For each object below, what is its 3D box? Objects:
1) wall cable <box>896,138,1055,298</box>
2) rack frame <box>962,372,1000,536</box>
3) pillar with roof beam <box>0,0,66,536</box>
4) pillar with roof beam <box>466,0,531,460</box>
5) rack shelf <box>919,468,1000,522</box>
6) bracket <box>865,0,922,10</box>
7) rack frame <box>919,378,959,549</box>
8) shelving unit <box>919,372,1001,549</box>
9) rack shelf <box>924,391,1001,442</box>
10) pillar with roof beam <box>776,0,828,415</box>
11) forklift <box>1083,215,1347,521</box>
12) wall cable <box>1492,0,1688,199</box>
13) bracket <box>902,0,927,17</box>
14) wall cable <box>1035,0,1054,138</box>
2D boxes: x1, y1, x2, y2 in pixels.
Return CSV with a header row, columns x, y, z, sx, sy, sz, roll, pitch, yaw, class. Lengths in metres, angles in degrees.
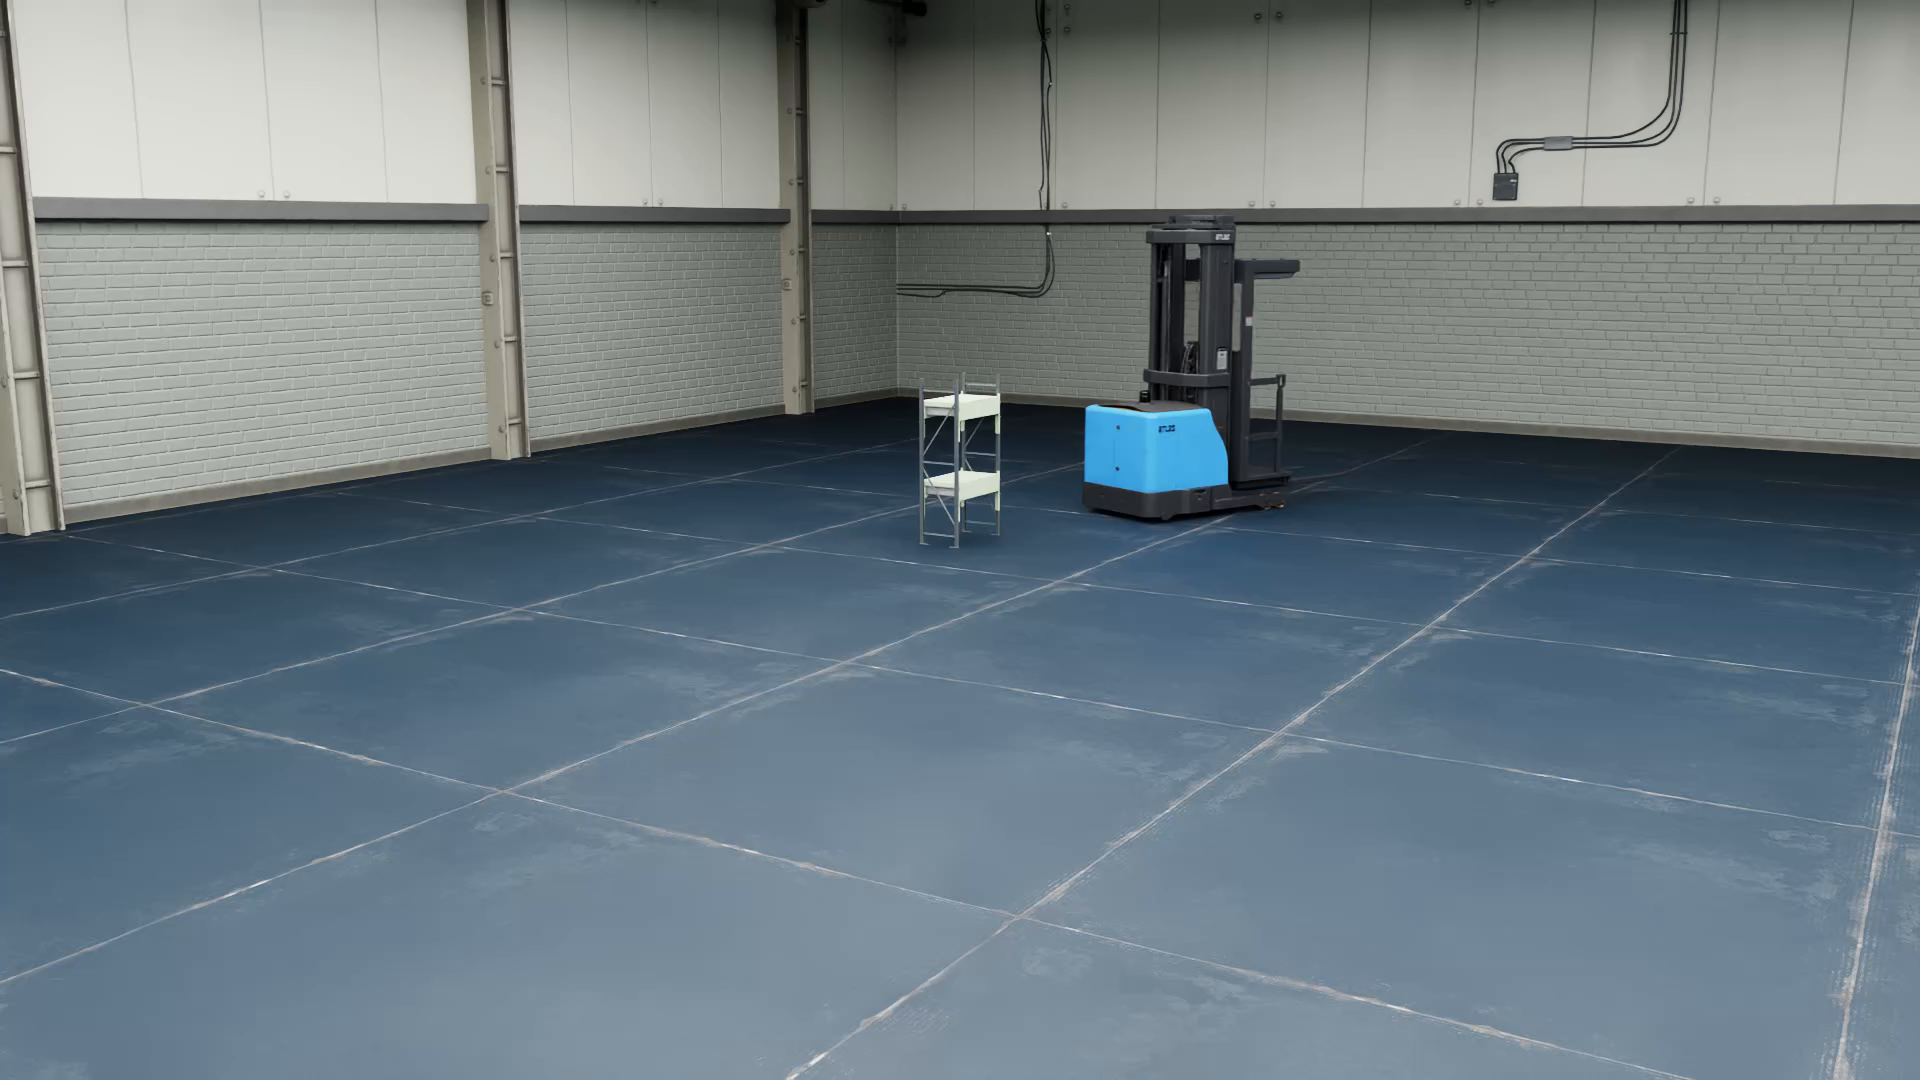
x,y,z,sx,sy,sz,roll,pitch,yaw,class
0.166,-5.206,27.044,3.097,2.526,0.112,6,12,31,wall cable
0.193,-0.796,15.425,0.400,1.500,0.023,6,12,31,rack frame
-5.044,-4.097,12.680,9.100,9.000,0.400,6,12,31,pillar with roof beam
-1.929,-5.041,17.721,9.100,9.000,0.400,6,12,31,pillar with roof beam
0.003,-0.418,15.178,0.431,0.370,0.720,6,12,31,rack shelf
-1.051,-8.476,26.289,0.076,0.066,3.189,6,12,31,bracket
-0.187,-0.681,14.810,0.400,1.500,0.023,6,12,31,rack frame
0.003,-0.738,15.118,0.431,1.500,0.755,6,12,31,shelving unit
0.003,-1.122,15.046,0.431,0.370,0.720,6,12,31,rack shelf
1.186,-5.984,22.761,9.100,9.000,0.548,6,12,31,pillar with roof beam
2.731,-1.818,16.993,3.031,2.935,1.130,-8,13,-35,forklift
8.272,-7.495,21.587,2.305,6.003,0.169,6,12,31,wall cable
-0.744,-8.569,26.785,0.235,0.232,0.430,6,12,31,bracket
2.478,-7.430,25.199,3.097,2.526,0.112,6,12,31,wall cable
